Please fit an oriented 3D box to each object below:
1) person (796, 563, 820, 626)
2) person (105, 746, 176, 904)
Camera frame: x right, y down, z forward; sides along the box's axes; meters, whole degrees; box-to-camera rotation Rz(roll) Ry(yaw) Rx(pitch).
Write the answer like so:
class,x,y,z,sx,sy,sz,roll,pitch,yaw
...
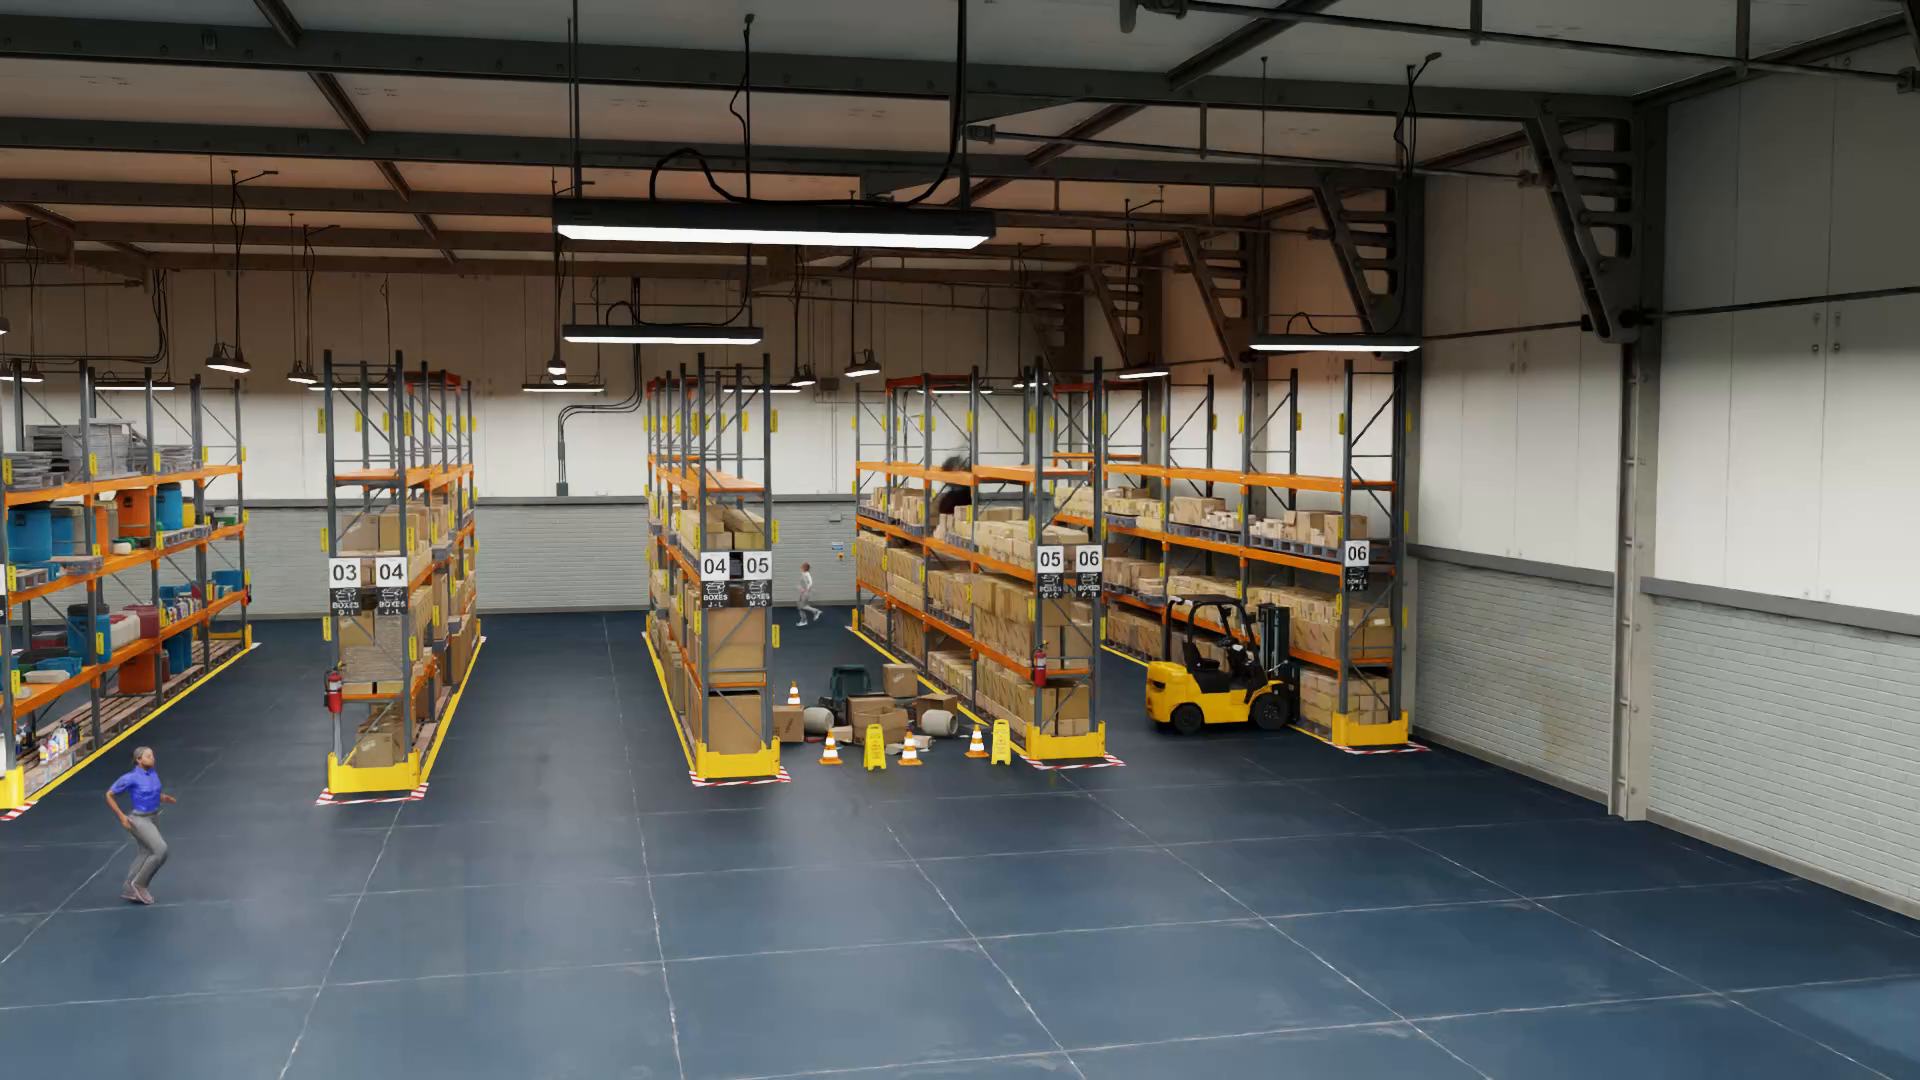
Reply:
class,x,y,z,sx,sy,sz,roll,pitch,yaw
person,-3.785,1.348,41.403,0.604,1.568,0.570,-1,4,-14
person,-8.477,2.970,17.359,0.622,1.638,0.561,0,4,3
